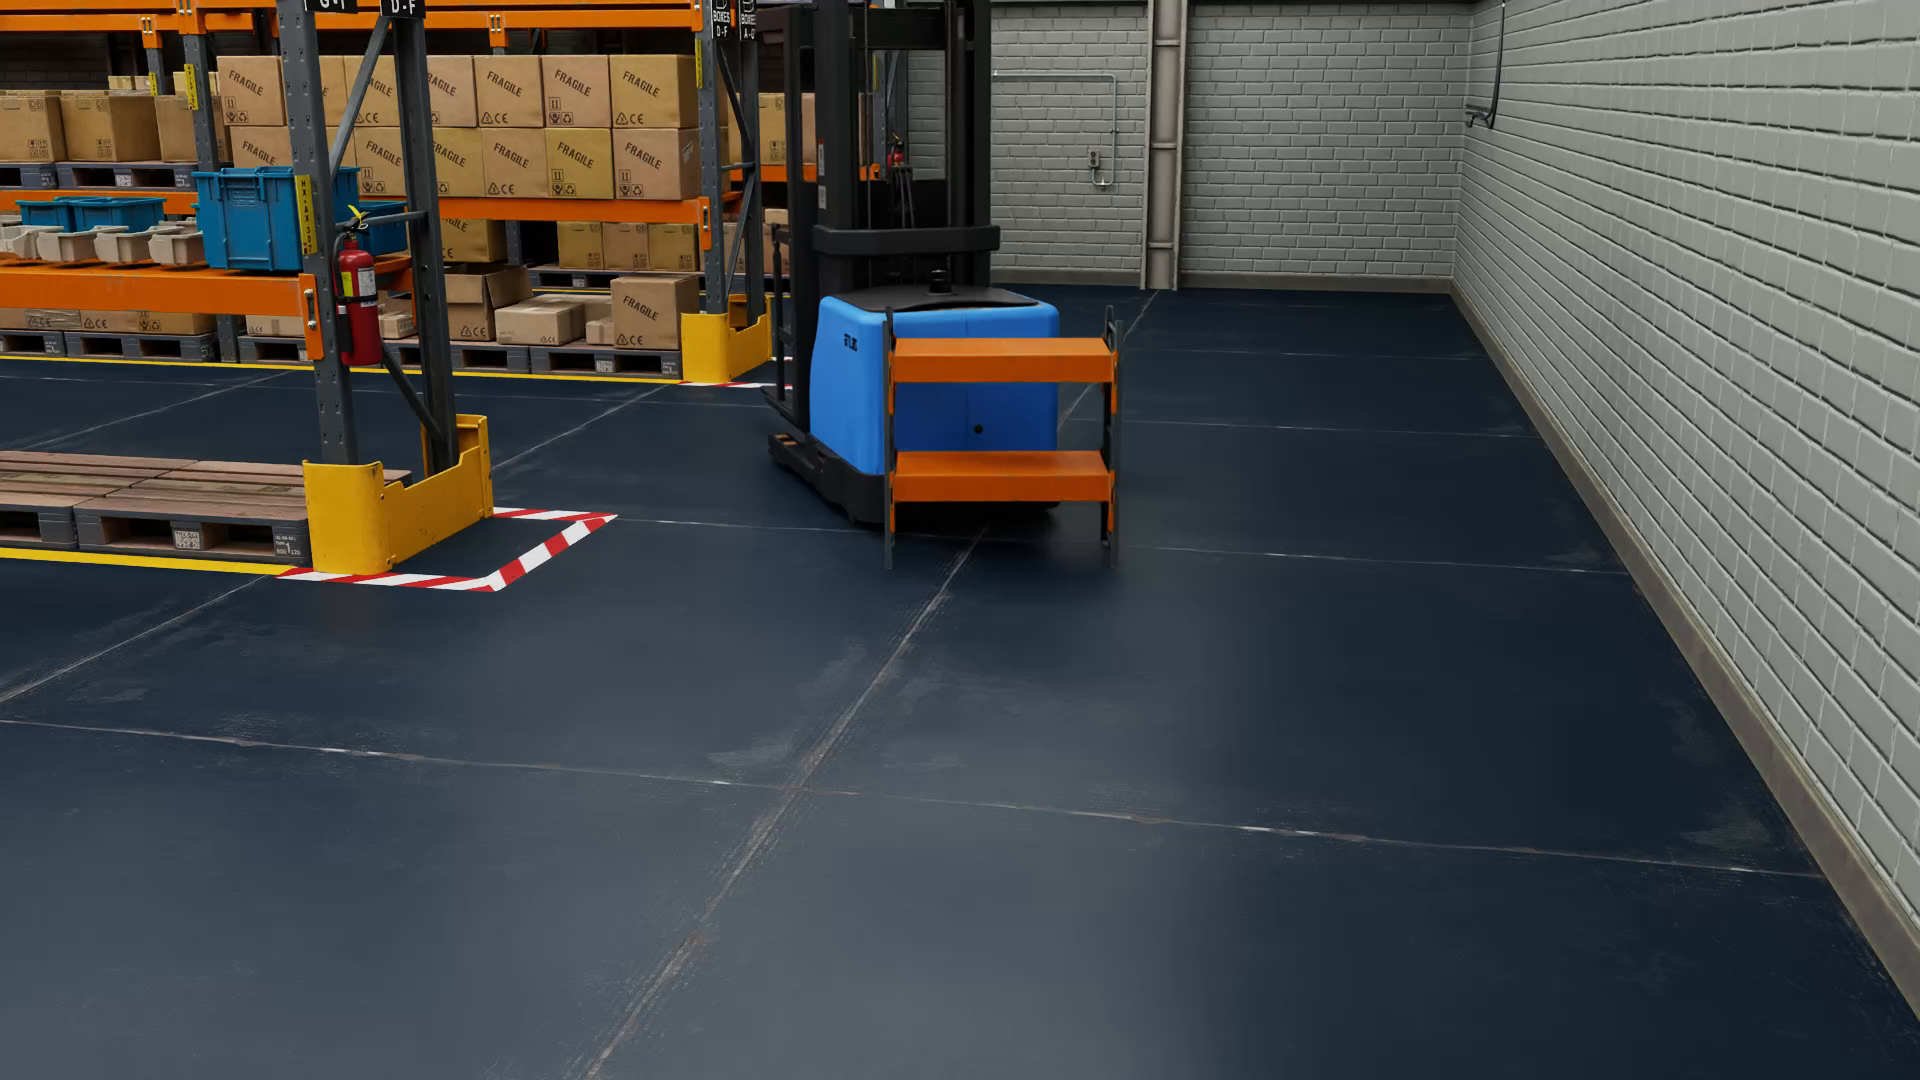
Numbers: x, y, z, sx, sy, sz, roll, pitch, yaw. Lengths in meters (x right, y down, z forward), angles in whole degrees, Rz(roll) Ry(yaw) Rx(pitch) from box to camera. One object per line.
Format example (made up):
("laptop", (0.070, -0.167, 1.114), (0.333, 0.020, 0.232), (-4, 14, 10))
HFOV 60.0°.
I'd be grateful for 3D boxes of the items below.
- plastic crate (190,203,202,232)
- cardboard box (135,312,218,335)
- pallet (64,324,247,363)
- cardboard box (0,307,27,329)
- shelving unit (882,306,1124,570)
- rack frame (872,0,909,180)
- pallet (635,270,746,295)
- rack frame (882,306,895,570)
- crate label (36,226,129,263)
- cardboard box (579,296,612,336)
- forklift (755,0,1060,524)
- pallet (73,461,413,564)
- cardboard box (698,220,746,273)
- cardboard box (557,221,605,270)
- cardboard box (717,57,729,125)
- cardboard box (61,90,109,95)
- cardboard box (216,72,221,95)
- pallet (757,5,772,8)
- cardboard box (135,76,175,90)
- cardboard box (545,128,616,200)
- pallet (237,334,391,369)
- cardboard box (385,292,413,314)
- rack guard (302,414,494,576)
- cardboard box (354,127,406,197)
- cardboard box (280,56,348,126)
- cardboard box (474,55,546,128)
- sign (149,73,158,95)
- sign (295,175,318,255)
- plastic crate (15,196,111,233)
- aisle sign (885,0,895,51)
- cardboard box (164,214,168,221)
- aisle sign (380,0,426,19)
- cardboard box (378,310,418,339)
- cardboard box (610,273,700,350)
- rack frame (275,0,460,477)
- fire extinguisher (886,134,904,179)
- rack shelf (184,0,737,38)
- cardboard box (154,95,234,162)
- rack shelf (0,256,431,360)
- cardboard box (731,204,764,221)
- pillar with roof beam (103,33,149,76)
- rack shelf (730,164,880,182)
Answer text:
("plastic crate", (-3.494, -1.526, 8.082), (0.300, 0.233, 0.416), (3, 16, 11))
("cardboard box", (-6.142, -1.910, 13.128), (0.500, 0.500, 0.500), (3, 16, 11))
("pallet", (-6.406, -1.641, 13.521), (1.213, 0.211, 1.003), (3, 16, 11))
("cardboard box", (-7.615, -1.992, 13.423), (0.500, 0.500, 0.500), (3, 16, 9))
("shelving unit", (0.185, -0.474, 7.598), (1.048, 1.125, 0.538), (0, 15, -1))
("rack frame", (-0.698, -4.035, 16.939), (0.127, 3.000, 1.000), (3, 16, 11))
("pallet", (-2.689, -2.779, 17.628), (1.213, 0.211, 1.003), (3, 16, 11))
("rack frame", (-0.323, -0.473, 7.592), (0.032, 1.125, 0.500), (0, 15, -1))
("crate label", (-4.067, -1.369, 7.696), (0.243, 0.136, 0.396), (3, 16, 11))
("cardboard box", (-2.648, -1.755, 13.037), (0.500, 0.250, 0.500), (3, 16, 11))
("forklift", (-0.469, -1.841, 9.149), (1.130, 2.935, 3.031), (-5, 16, -19))
("pallet", (-3.473, -0.153, 8.150), (1.213, 0.211, 1.003), (3, 16, 11))
("cardboard box", (-2.388, -3.097, 17.449), (0.500, 0.500, 0.700), (3, 16, 9))
("cardboard box", (-3.906, -3.179, 17.745), (0.500, 0.500, 0.700), (3, 16, 12))
("cardboard box", (-2.064, -3.361, 12.448), (0.500, 0.500, 0.500), (4, 16, 13))
("cardboard box", (-9.554, -4.766, 18.566), (0.500, 0.500, 0.700), (2, 16, 6))
("cardboard box", (-7.618, -4.903, 17.887), (0.500, 0.250, 0.500), (3, 16, 10))
("pallet", (-2.627, -5.539, 16.915), (1.213, 0.211, 1.003), (3, 16, 11))
("cardboard box", (-8.882, -5.044, 18.355), (0.250, 0.149, 0.380), (1, 16, 4))
("cardboard box", (-2.684, -2.766, 12.172), (0.500, 0.500, 0.500), (3, 16, 12))
("pallet", (-4.929, -1.571, 13.268), (1.213, 0.211, 1.003), (3, 16, 11))
("cardboard box", (-4.252, -1.872, 13.343), (0.500, 0.311, 0.500), (3, 16, 11))
("rack guard", (-2.646, -0.241, 7.925), (0.348, 0.500, 1.175), (3, 16, 11))
("cardboard box", (-4.164, -2.848, 12.466), (0.500, 0.500, 0.500), (3, 16, 11))
("cardboard box", (-4.690, -3.356, 12.427), (0.500, 0.500, 0.500), (3, 16, 9))
("cardboard box", (-3.177, -3.274, 12.131), (0.500, 0.500, 0.500), (4, 16, 13))
("sign", (-8.637, -4.838, 17.817), (0.005, 0.325, 0.100), (3, 16, 11))
("sign", (-2.766, -1.377, 7.039), (0.005, 0.325, 0.100), (3, 16, 11))
("plastic crate", (-4.433, -1.577, 8.266), (0.300, 0.233, 0.416), (3, 16, 11))
("aisle sign", (-0.688, -5.205, 16.295), (0.004, 0.787, 0.394), (3, 16, 11))
("cardboard box", (-9.254, -3.492, 18.840), (0.500, 0.500, 0.700), (3, 16, 12))
("aisle sign", (-2.543, -2.770, 7.503), (0.004, 0.787, 0.394), (3, 16, 11))
("cardboard box", (-4.384, -1.676, 12.906), (0.250, 0.166, 0.380), (3, 16, 11))
("cardboard box", (-2.264, -1.711, 12.407), (0.500, 0.500, 0.500), (3, 16, 11))
("rack frame", (-2.673, -1.443, 7.583), (0.127, 3.000, 1.000), (3, 16, 11))
("fire extinguisher", (-0.643, -3.689, 16.535), (0.183, 0.674, 0.296), (3, 16, 11))
("rack shelf", (-3.642, -3.944, 12.340), (4.000, 0.370, 1.077), (3, 16, 11))
("cardboard box", (-6.021, -3.286, 13.261), (0.500, 0.500, 0.700), (-2, 16, -8))
("rack shelf", (-4.632, -1.203, 8.063), (4.000, 0.370, 1.077), (3, 16, 11))
("cardboard box", (-2.233, -3.455, 17.528), (0.250, 0.149, 0.380), (3, 16, 12))
("pillar with roof beam", (-10.497, -6.521, 14.676), (0.400, 9.000, 9.100), (3, 16, 11))
("rack shelf", (-2.658, -3.795, 17.419), (4.000, 0.370, 1.077), (3, 16, 11))
